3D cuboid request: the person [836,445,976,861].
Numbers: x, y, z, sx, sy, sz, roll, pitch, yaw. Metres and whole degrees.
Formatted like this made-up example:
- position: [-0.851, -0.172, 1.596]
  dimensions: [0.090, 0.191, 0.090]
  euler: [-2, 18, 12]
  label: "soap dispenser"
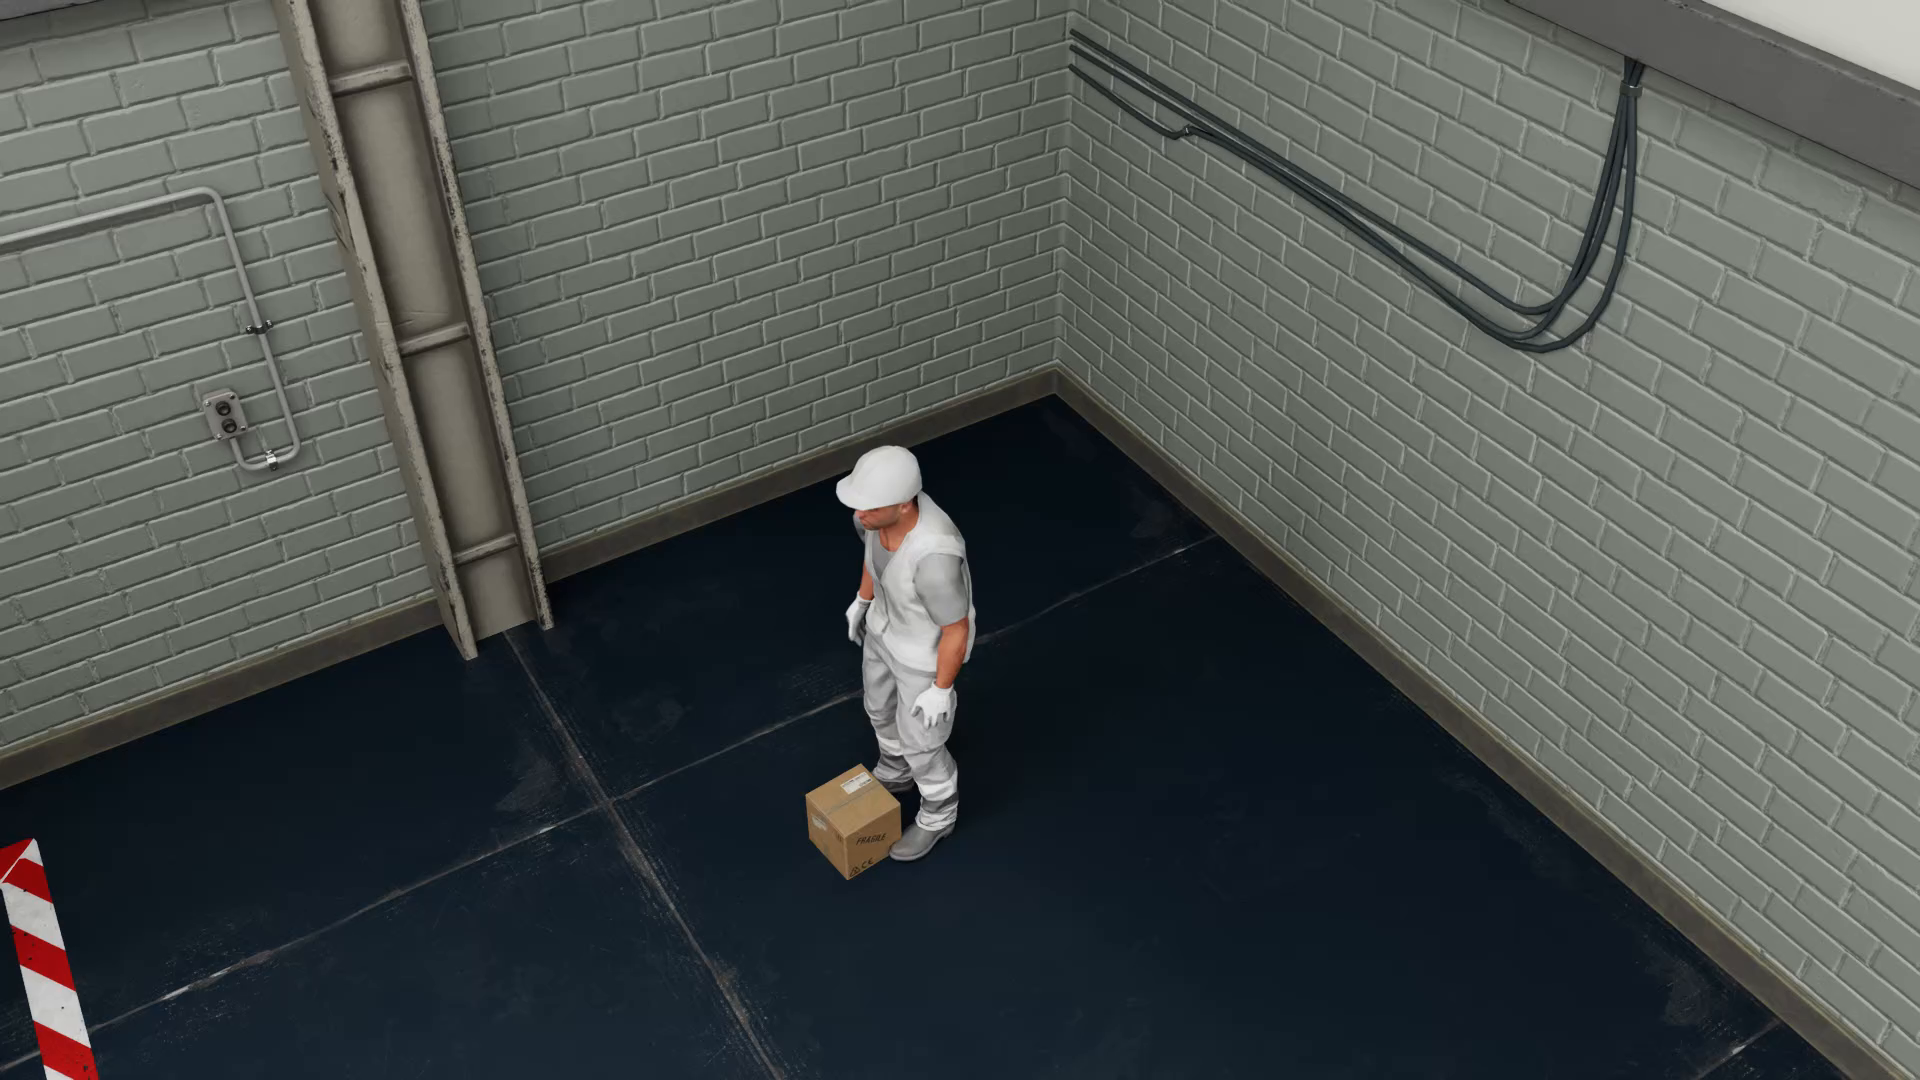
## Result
- position: [-0.192, 0.373, 5.707]
  dimensions: [0.448, 1.779, 0.609]
  euler: [-22, 45, -24]
  label: "person"
